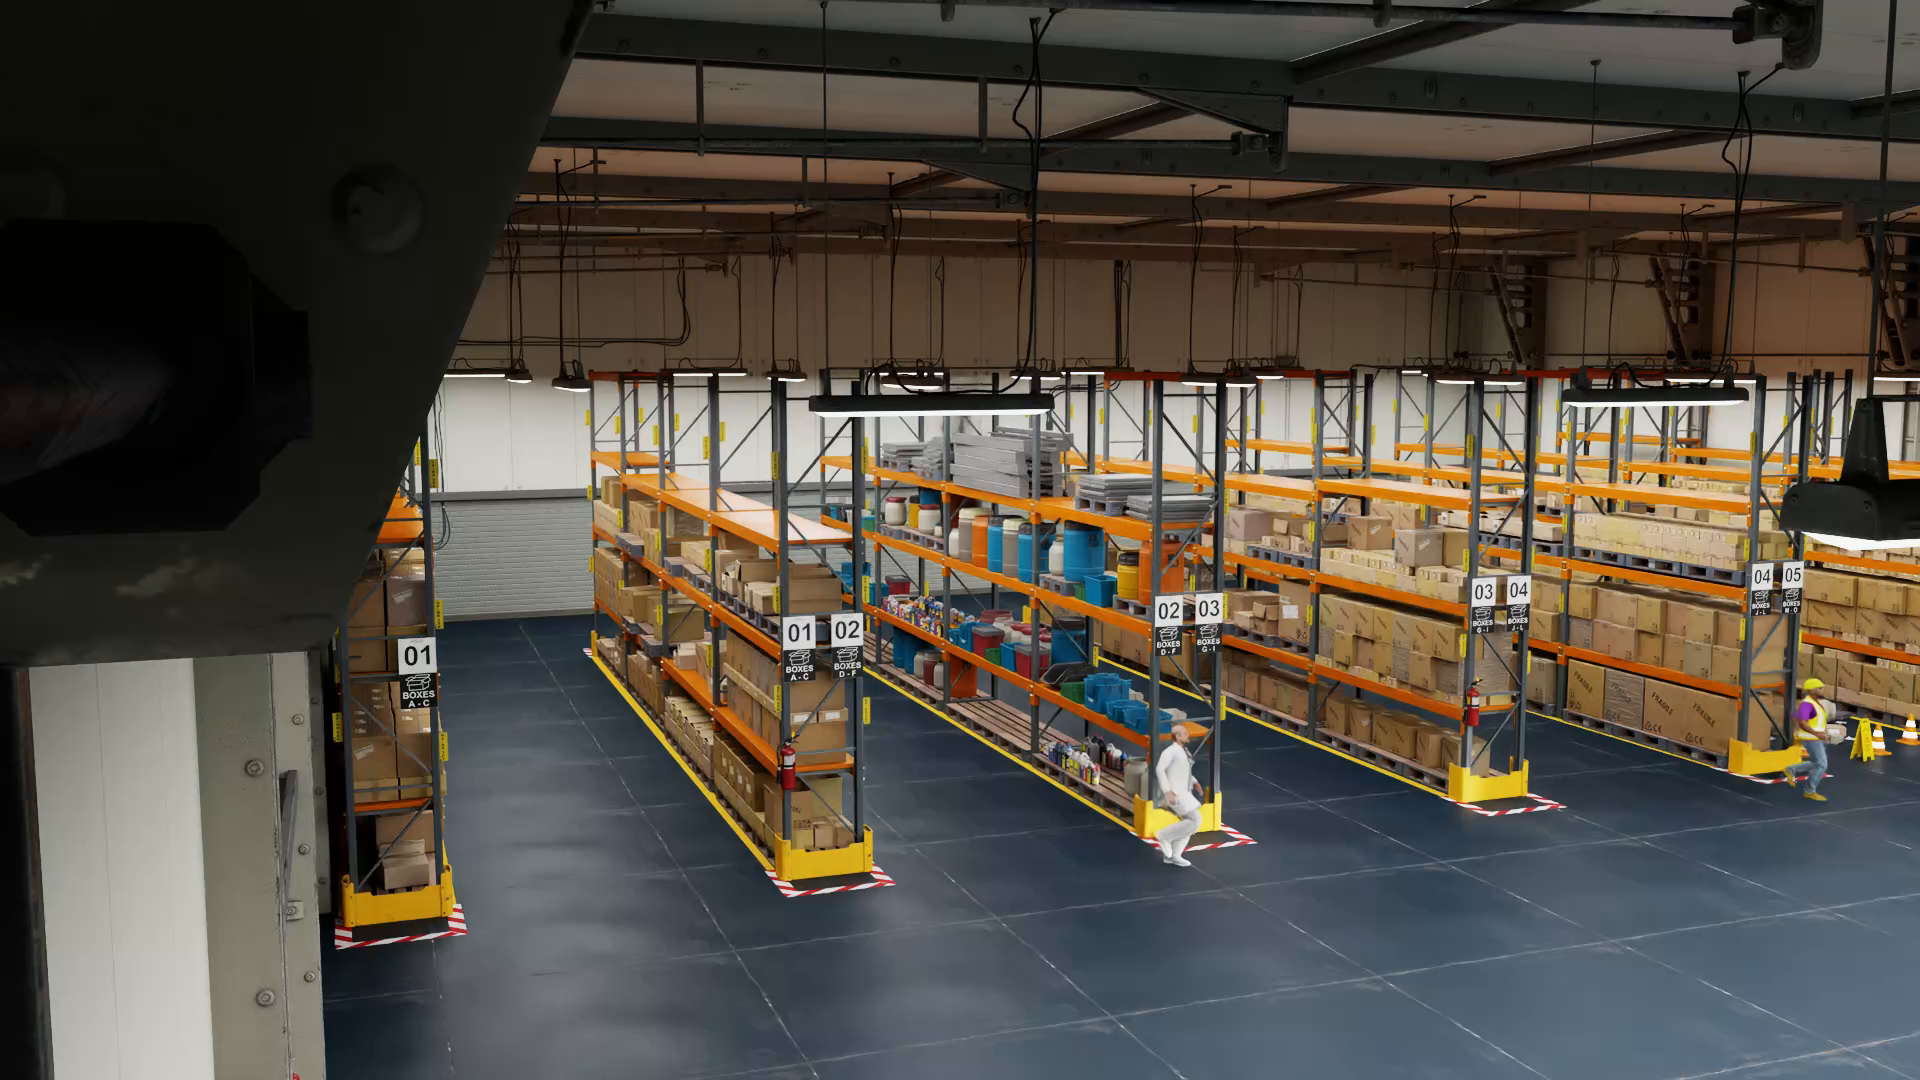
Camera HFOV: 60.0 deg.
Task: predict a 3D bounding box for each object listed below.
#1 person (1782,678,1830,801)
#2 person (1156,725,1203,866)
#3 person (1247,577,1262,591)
[{"bbox_3d":[12.132,2.834,23.808,0.619,1.741,0.757,4,8,33],"label":"person"},{"bbox_3d":[2.779,3.170,20.768,0.559,1.698,0.732,3,7,22],"label":"person"},{"bbox_3d":[7.260,0.913,41.517,0.783,1.575,0.676,4,8,35],"label":"person"}]
